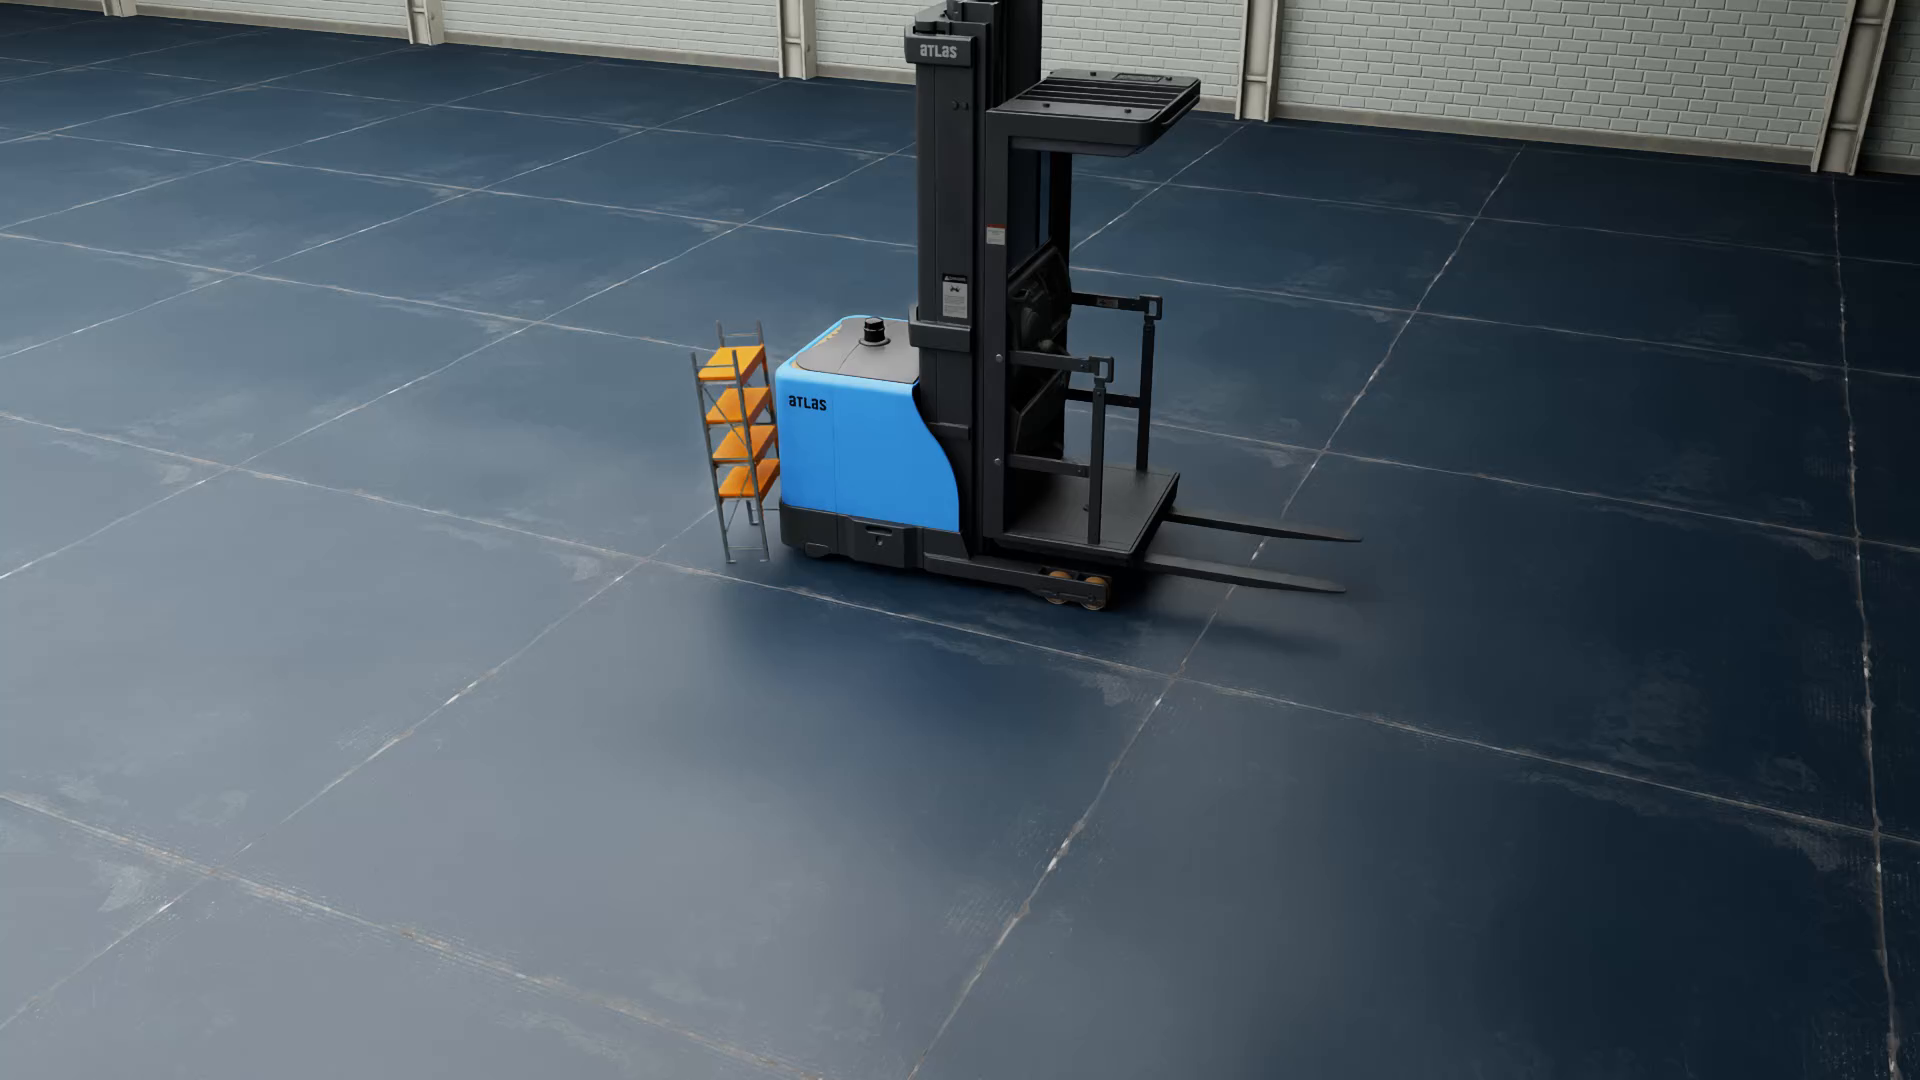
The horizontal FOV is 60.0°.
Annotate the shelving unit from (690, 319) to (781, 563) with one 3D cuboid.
[{"bbox_3d":[-1.166,-0.530,8.943,0.258,1.200,0.503,-1,26,10],"label":"shelving unit"}]

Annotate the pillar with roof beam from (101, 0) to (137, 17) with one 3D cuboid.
[{"bbox_3d":[-14.778,-10.446,20.279,0.400,9.000,9.100,11,28,22],"label":"pillar with roof beam"}]

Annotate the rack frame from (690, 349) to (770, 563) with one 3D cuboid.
[{"bbox_3d":[-1.202,-0.423,8.726,0.240,1.200,0.015,-1,26,10],"label":"rack frame"}]

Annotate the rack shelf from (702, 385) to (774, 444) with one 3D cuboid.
[{"bbox_3d":[-1.181,-0.670,8.876,0.258,0.148,0.480,-1,26,10],"label":"rack shelf"}]

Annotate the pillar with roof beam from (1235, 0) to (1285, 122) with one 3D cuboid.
[{"bbox_3d":[1.607,-7.155,13.594,0.400,9.000,9.100,11,28,22],"label":"pillar with roof beam"}]

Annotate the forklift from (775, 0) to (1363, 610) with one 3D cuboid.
[{"bbox_3d":[0.593,-1.221,8.412,3.031,2.935,1.130,9,28,18],"label":"forklift"}]

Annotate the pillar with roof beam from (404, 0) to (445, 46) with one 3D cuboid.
[{"bbox_3d":[-9.316,-9.349,18.051,0.400,9.000,9.100,11,28,22],"label":"pillar with roof beam"}]

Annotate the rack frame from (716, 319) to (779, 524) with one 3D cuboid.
[{"bbox_3d":[-1.131,-0.636,9.160,0.240,1.200,0.015,-1,26,10],"label":"rack frame"}]

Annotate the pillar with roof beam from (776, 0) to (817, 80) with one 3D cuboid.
[{"bbox_3d":[-3.855,-8.252,15.823,0.400,9.000,9.100,11,28,22],"label":"pillar with roof beam"}]

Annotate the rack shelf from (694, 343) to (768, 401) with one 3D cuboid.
[{"bbox_3d":[-1.204,-0.883,8.775,0.258,0.148,0.480,-1,26,10],"label":"rack shelf"}]

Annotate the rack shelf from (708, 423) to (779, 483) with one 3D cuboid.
[{"bbox_3d":[-1.160,-0.469,8.972,0.258,0.148,0.480,-1,26,10],"label":"rack shelf"}]

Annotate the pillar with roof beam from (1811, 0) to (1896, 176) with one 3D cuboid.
[{"bbox_3d":[7.069,-6.058,11.366,0.400,9.000,9.100,11,28,22],"label":"pillar with roof beam"}]

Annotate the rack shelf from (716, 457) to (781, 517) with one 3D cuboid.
[{"bbox_3d":[-1.141,-0.291,9.056,0.258,0.148,0.480,-1,26,10],"label":"rack shelf"}]
